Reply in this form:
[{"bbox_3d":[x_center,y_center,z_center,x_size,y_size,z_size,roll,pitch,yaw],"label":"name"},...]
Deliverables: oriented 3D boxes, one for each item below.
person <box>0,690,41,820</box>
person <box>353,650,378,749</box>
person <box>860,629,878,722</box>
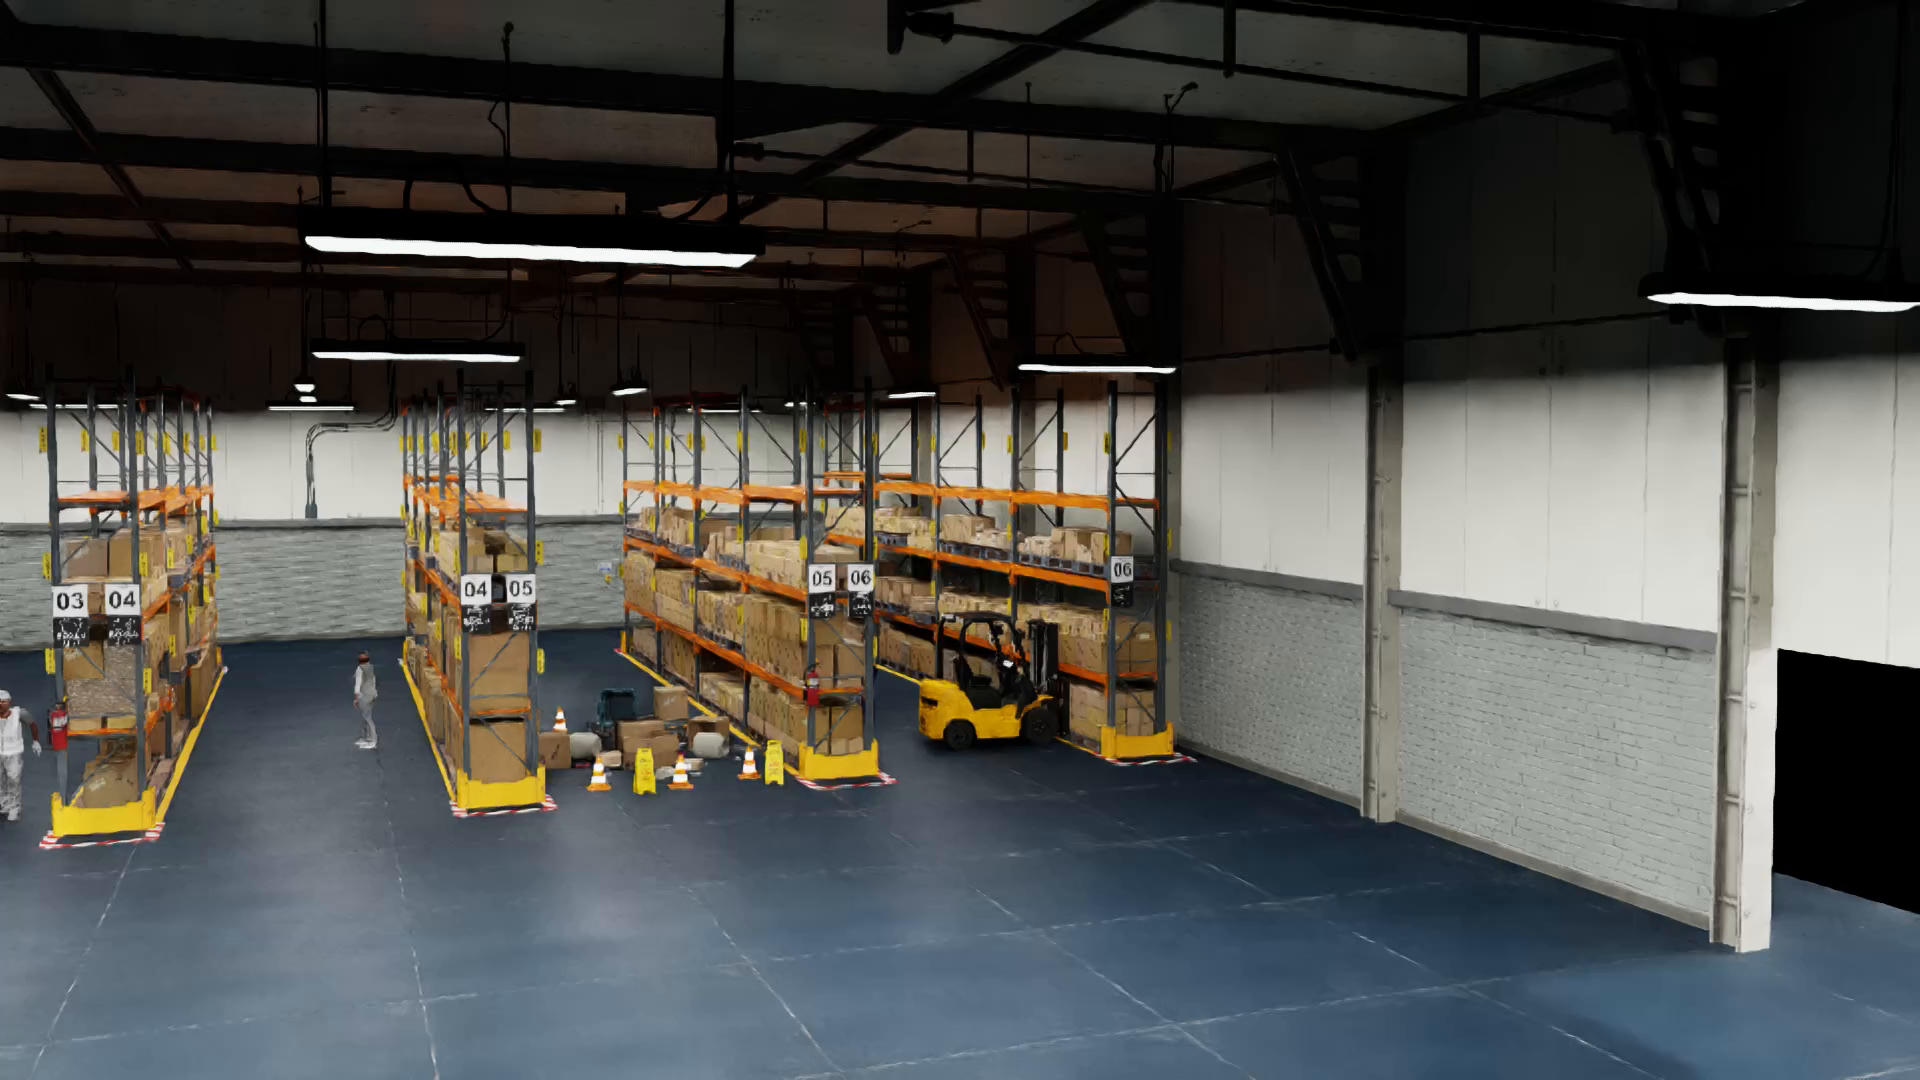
[{"bbox_3d":[-12.739,2.841,22.212,0.721,1.716,0.843,-1,3,-16],"label":"person"},{"bbox_3d":[-9.771,2.597,27.280,0.527,1.592,0.523,1,3,11],"label":"person"},{"bbox_3d":[-1.728,2.423,29.924,0.471,1.652,0.523,1,3,9],"label":"person"}]
